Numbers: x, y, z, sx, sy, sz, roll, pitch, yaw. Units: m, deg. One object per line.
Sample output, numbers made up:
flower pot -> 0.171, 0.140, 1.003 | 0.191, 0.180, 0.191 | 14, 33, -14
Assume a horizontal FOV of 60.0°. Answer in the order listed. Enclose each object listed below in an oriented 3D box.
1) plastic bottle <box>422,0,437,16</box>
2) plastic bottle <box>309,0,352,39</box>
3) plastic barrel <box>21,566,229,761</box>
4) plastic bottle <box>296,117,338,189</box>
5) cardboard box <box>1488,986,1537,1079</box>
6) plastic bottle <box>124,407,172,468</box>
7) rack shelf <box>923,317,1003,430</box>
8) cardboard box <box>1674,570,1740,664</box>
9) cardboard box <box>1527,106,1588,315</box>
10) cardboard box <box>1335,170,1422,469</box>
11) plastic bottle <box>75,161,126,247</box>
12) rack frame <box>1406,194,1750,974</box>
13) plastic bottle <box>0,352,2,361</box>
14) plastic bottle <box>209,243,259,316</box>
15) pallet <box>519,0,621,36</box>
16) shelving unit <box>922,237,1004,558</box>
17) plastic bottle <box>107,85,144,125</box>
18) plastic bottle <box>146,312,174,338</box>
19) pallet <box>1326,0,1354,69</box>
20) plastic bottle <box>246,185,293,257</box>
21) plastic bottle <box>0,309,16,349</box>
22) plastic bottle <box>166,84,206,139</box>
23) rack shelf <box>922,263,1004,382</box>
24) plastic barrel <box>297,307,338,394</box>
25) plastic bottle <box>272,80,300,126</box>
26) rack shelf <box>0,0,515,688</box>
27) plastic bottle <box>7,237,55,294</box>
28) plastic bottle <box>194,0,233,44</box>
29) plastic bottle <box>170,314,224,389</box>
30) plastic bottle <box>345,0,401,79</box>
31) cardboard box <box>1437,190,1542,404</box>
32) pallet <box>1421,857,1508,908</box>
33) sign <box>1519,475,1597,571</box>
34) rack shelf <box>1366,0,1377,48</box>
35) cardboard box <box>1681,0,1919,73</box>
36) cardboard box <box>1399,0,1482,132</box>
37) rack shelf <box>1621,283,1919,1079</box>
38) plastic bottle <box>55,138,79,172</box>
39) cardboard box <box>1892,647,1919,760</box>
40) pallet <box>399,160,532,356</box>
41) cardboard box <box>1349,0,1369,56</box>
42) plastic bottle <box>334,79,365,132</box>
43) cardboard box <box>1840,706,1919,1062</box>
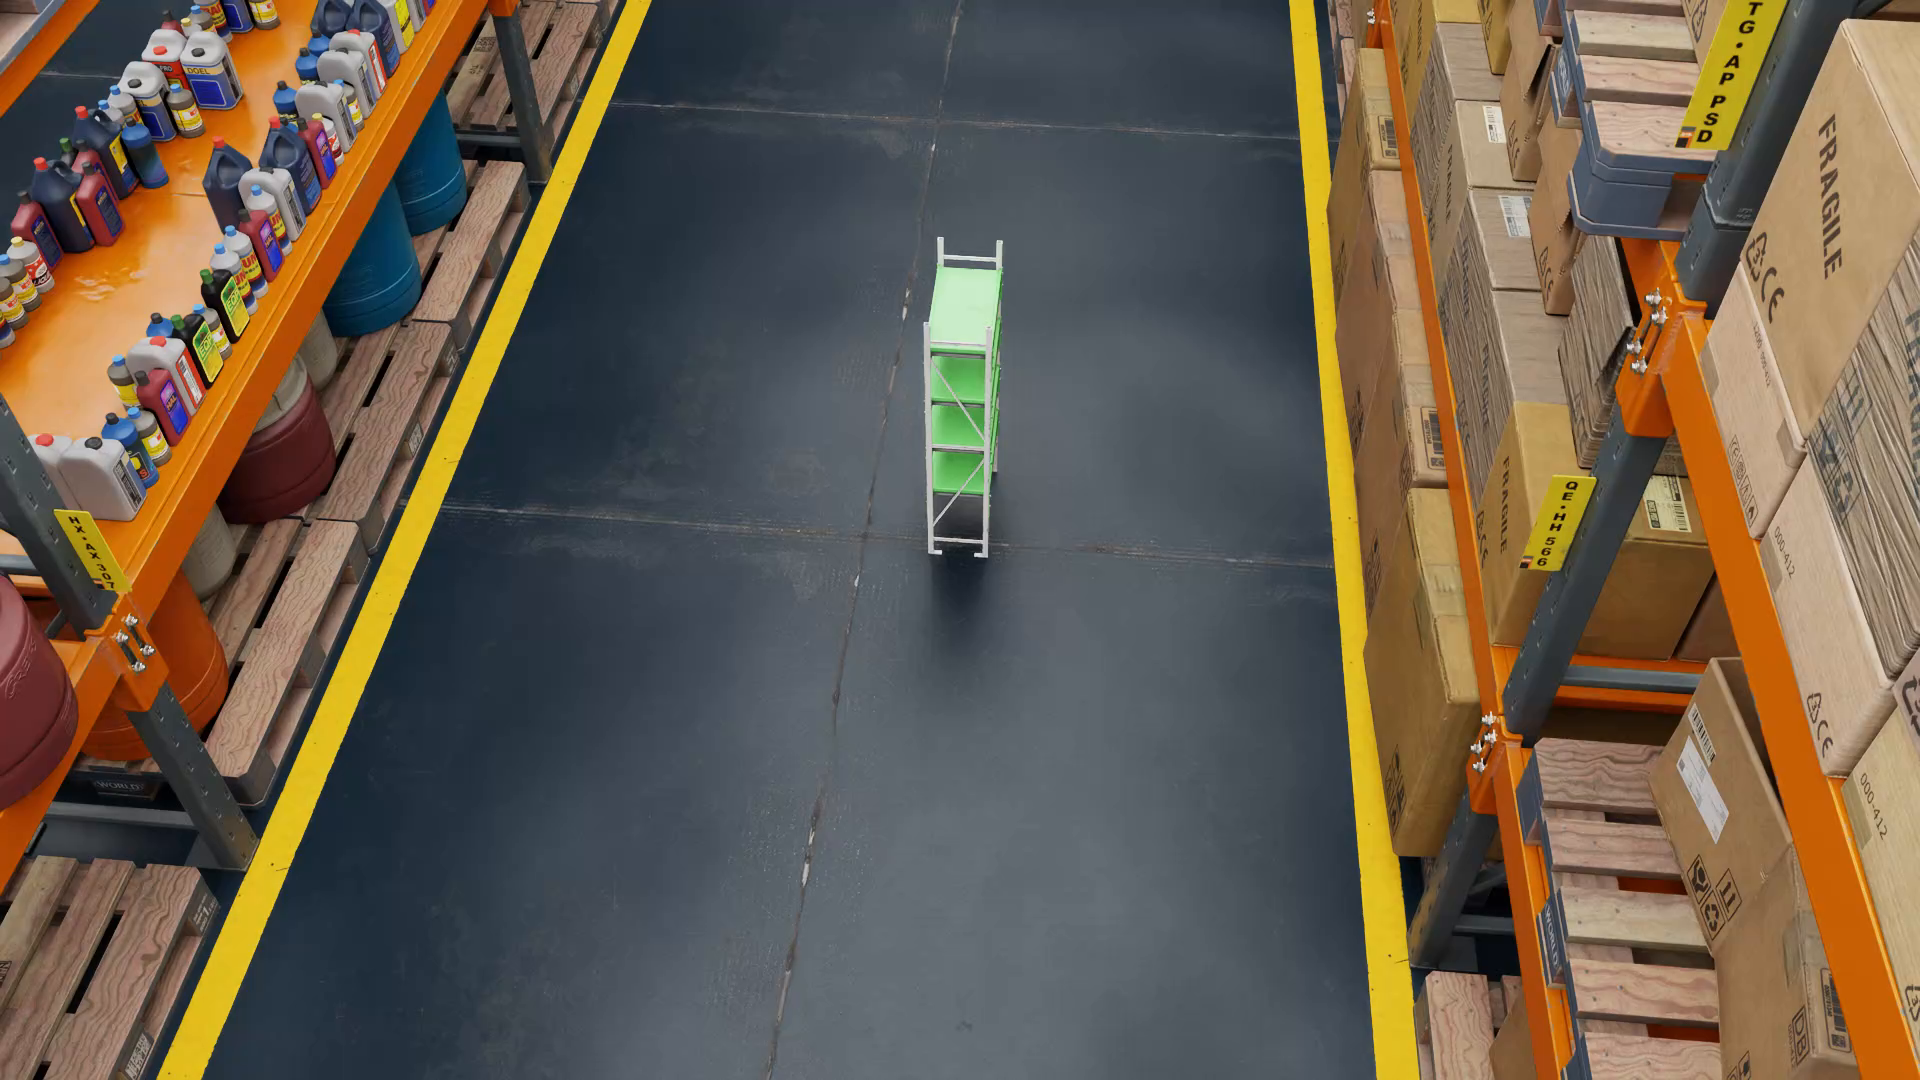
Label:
plastic bottle -> -2.272, -2.360, 6.981 | 0.061, 0.283, 0.133 | 4, 48, 4
plastic bottle -> -2.501, -2.044, 6.646 | 0.144, 0.351, 0.185 | 4, 48, 4
plastic barrel -> -2.919, 0.285, 5.668 | 0.600, 0.830, 0.708 | 4, 48, 4
plastic bottle -> -2.385, -1.452, 6.150 | 0.061, 0.283, 0.133 | 4, 48, 4
cardboard box -> 1.944, 1.577, 4.696 | 0.700, 0.500, 0.500 | 2, 48, 1
plastic bottle -> -2.539, -0.329, 5.179 | 0.097, 0.201, 0.097 | 0, 48, 0
rack shelf -> 0.015, -0.645, 6.314 | 0.258, 0.148, 0.480 | 4, 48, 4
cardboard box -> 2.301, 0.016, 4.661 | 0.500, 0.500, 0.500 | 5, 48, 5
cardboard box -> 2.130, -0.999, 4.909 | 0.797, 0.503, 0.637 | 5, 48, 4
cardboard box -> 2.231, -0.847, 6.673 | 1.225, 0.875, 0.875 | 2, 48, 2
plastic bottle -> -3.070, -1.197, 5.917 | 0.061, 0.283, 0.133 | 4, 48, 4
rack frame -> 1.986, 0.388, 4.388 | 1.000, 3.000, 0.127 | 4, 48, 4
plastic bottle -> -3.258, -0.671, 5.492 | 0.097, 0.201, 0.097 | 0, 48, 0
plastic bottle -> -2.472, -0.888, 5.643 | 0.097, 0.271, 0.097 | 0, 48, 0
pallet -> -2.445, -3.385, 9.729 | 1.003, 0.211, 1.213 | 4, 48, 4
shelving unit -> 0.015, -0.527, 6.444 | 0.258, 1.200, 0.503 | 4, 48, 4
plastic bottle -> -3.147, -1.592, 6.286 | 0.097, 0.271, 0.097 | 0, 48, 0
plastic bottle -> -2.566, -0.625, 5.402 | 0.097, 0.271, 0.097 | 0, 48, 0
pallet -> 2.606, -3.062, 9.434 | 1.003, 0.211, 1.213 | 4, 48, 4
plastic bottle -> -2.442, -1.130, 5.864 | 0.097, 0.271, 0.097 | 0, 48, 0
plastic bottle -> -3.250, -0.767, 5.531 | 0.097, 0.271, 0.097 | 0, 48, 0
plastic bottle -> -2.983, -1.657, 6.393 | 0.097, 0.201, 0.097 | 0, 48, 0
rack shelf -> 0.015, -0.807, 6.137 | 0.258, 0.148, 0.480 | 4, 48, 4
plastic barrel -> -2.854, -0.858, 6.930 | 0.421, 0.512, 0.421 | 0, 48, 0
plastic bottle -> -2.535, -1.616, 6.308 | 0.097, 0.271, 0.097 | 0, 48, 0
rack shelf -> -2.765, -1.172, 6.302 | 1.077, 0.370, 4.000 | 4, 48, 4
plastic bottle -> -3.223, -0.958, 5.754 | 0.097, 0.201, 0.097 | 0, 48, 0
plastic bottle -> -3.075, -2.174, 6.819 | 0.097, 0.271, 0.097 | 0, 48, 0
plastic bottle -> -2.486, -0.637, 5.405 | 0.061, 0.283, 0.133 | 4, 48, 4
plastic bottle -> -2.357, -2.034, 6.637 | 0.144, 0.351, 0.185 | 4, 48, 4
cardboard box -> 1.879, -0.772, 5.382 | 0.500, 0.500, 0.500 | 2, 48, 2
pallet -> 2.132, 0.755, 5.942 | 1.003, 0.211, 1.213 | 4, 48, 4
sign -> 1.433, -0.037, 3.993 | 0.100, 0.325, 0.005 | 4, 48, 4
rack shelf -> 2.532, -3.778, 8.686 | 1.077, 0.370, 4.000 | 4, 48, 4
cardboard box -> 1.969, -1.254, 3.502 | 0.797, 0.503, 0.637 | 6, 48, 6
cardboard box -> 2.014, -1.894, 6.408 | 0.500, 0.500, 0.500 | 4, 48, 4
rack shelf -> 1.803, 1.088, 2.202 | 1.077, 0.370, 4.000 | 4, 48, 4
plastic bottle -> -3.202, -1.305, 6.016 | 0.061, 0.283, 0.133 | 4, 48, 4
cardboard box -> 1.598, 0.244, 2.081 | 0.500, 0.500, 0.500 | 3, 48, 2
pallet -> -2.694, -1.379, 7.894 | 1.003, 0.211, 1.213 | 4, 48, 4
cardboard box -> 2.572, -3.117, 8.749 | 0.875, 0.875, 0.875 | 4, 48, 4
plastic bottle -> -2.371, -1.681, 6.415 | 0.097, 0.201, 0.097 | 0, 48, 0
cardboard box -> 1.605, 0.510, 2.345 | 0.500, 0.250, 0.500 | 5, 48, 4
